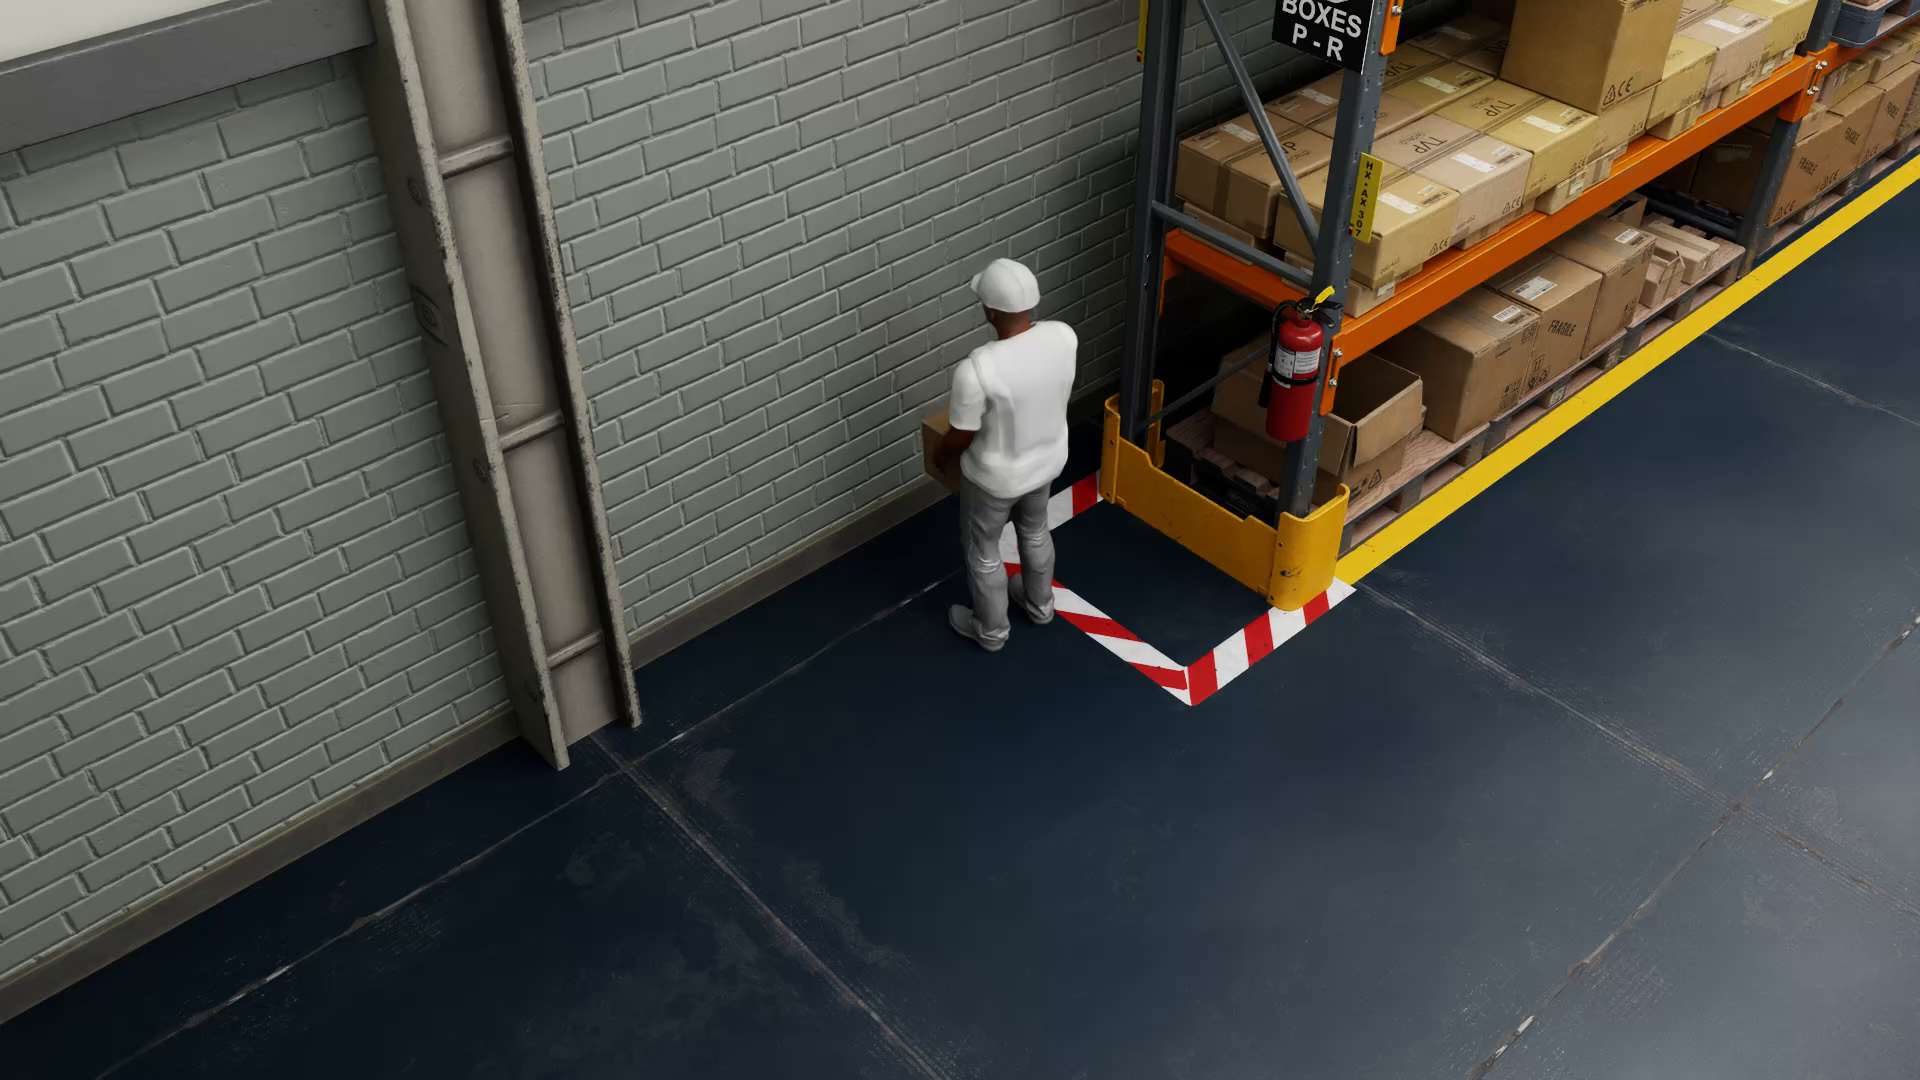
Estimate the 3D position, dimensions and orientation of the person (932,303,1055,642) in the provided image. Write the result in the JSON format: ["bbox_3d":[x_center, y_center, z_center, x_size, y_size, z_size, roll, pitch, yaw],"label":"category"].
[{"bbox_3d":[0.150,-0.346,6.535,0.566,1.671,0.414,-25,46,-27],"label":"person"}]
